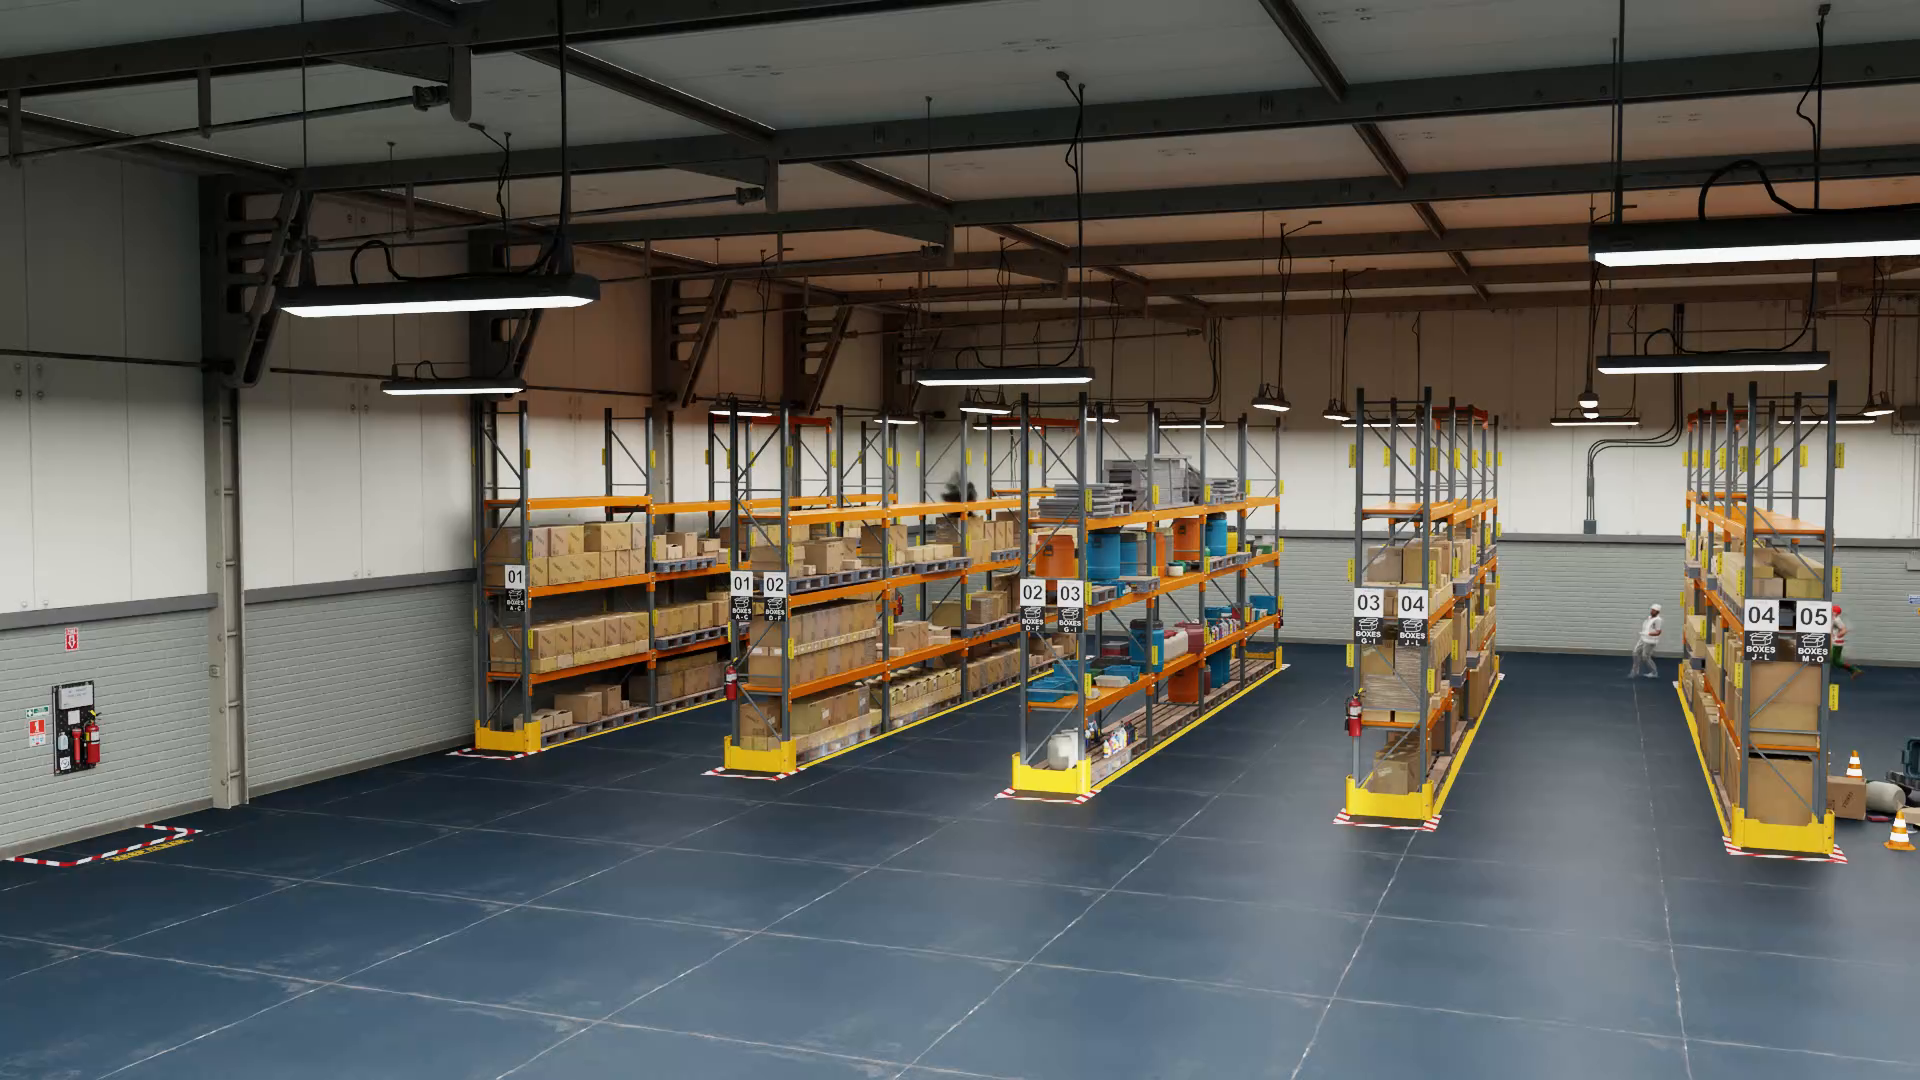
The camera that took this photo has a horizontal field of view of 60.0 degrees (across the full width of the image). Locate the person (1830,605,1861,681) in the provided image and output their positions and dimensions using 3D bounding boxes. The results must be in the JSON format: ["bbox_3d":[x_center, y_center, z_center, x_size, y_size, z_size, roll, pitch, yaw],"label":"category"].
[{"bbox_3d":[19.367,2.334,36.676,0.951,1.787,0.652,1,3,25],"label":"person"}]

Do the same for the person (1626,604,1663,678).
[{"bbox_3d":[15.576,2.312,37.741,0.653,1.758,0.811,0,3,4],"label":"person"}]
